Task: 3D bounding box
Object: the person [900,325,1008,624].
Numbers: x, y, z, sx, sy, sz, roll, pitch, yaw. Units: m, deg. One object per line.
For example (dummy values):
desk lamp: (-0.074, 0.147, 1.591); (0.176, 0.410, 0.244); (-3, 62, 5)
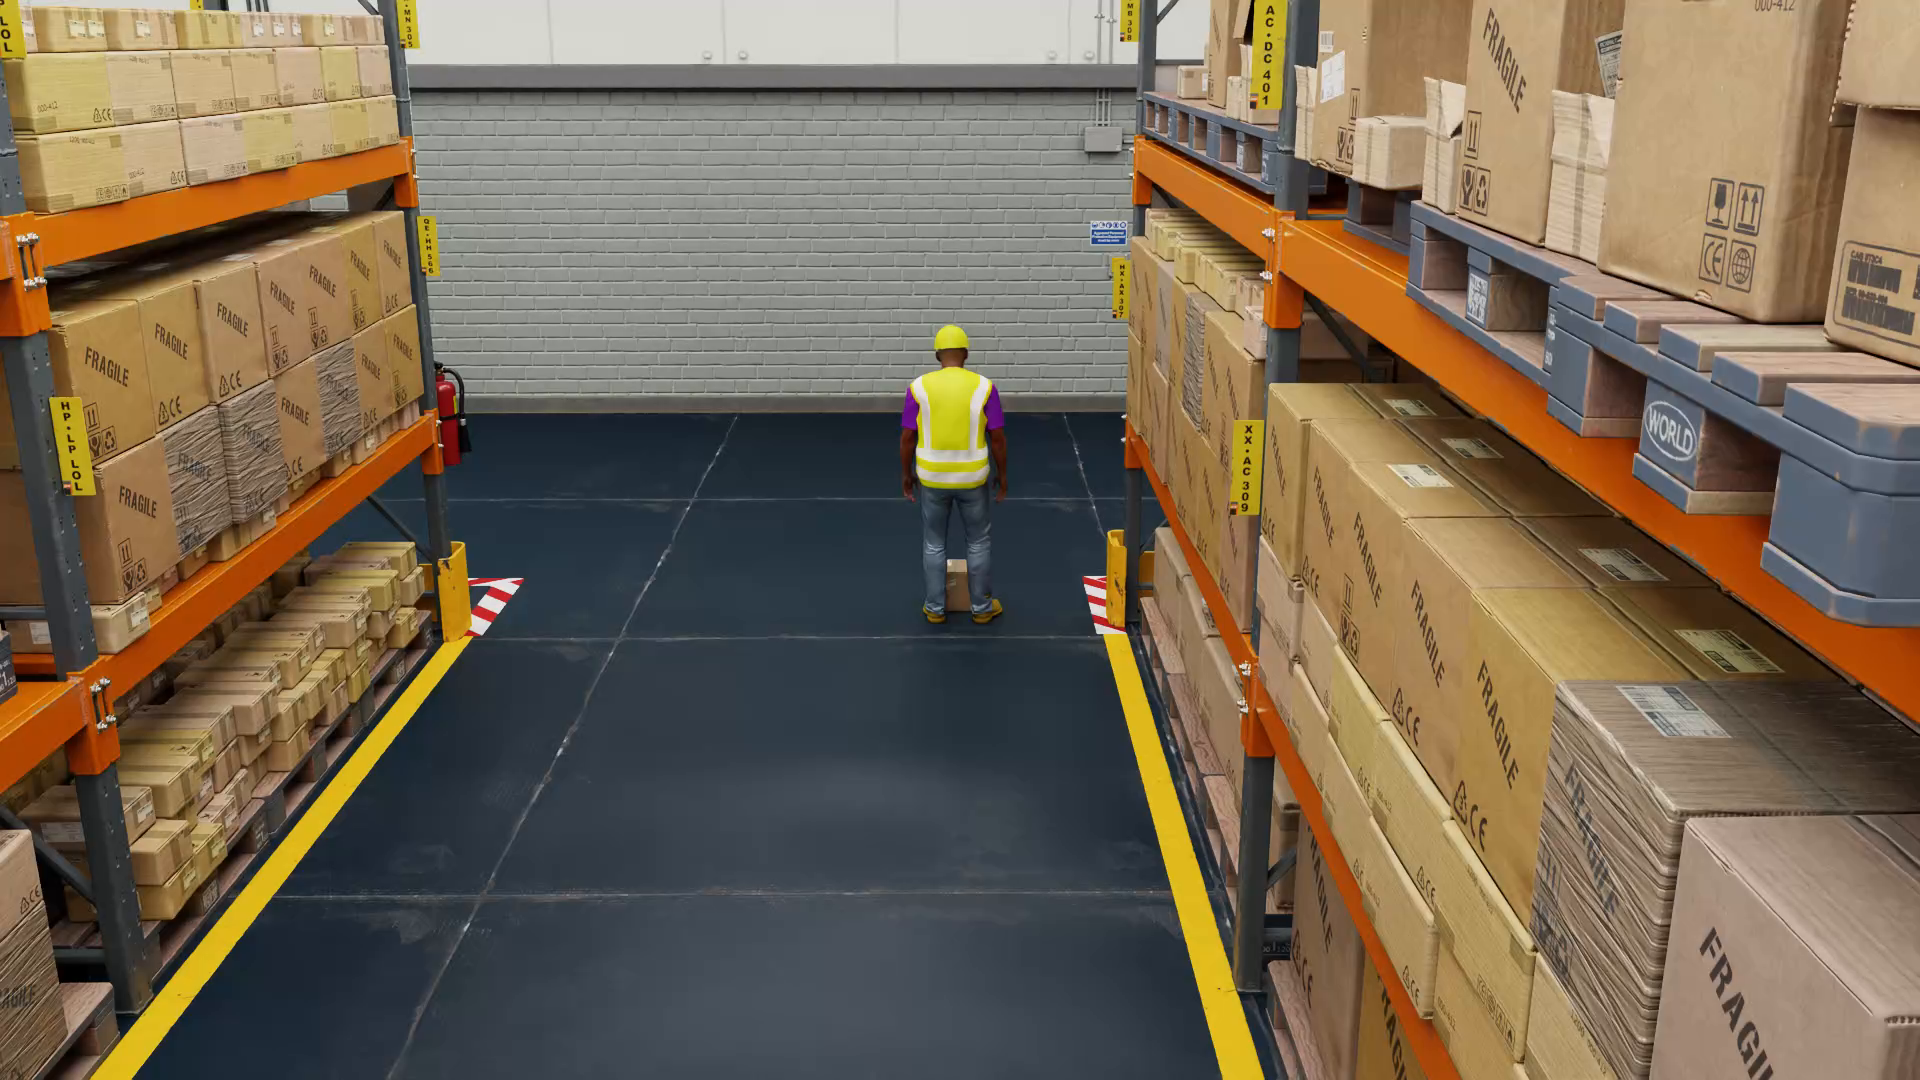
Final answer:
person: (-0.032, -0.380, 9.756); (0.628, 1.761, 0.462); (1, 17, 4)
